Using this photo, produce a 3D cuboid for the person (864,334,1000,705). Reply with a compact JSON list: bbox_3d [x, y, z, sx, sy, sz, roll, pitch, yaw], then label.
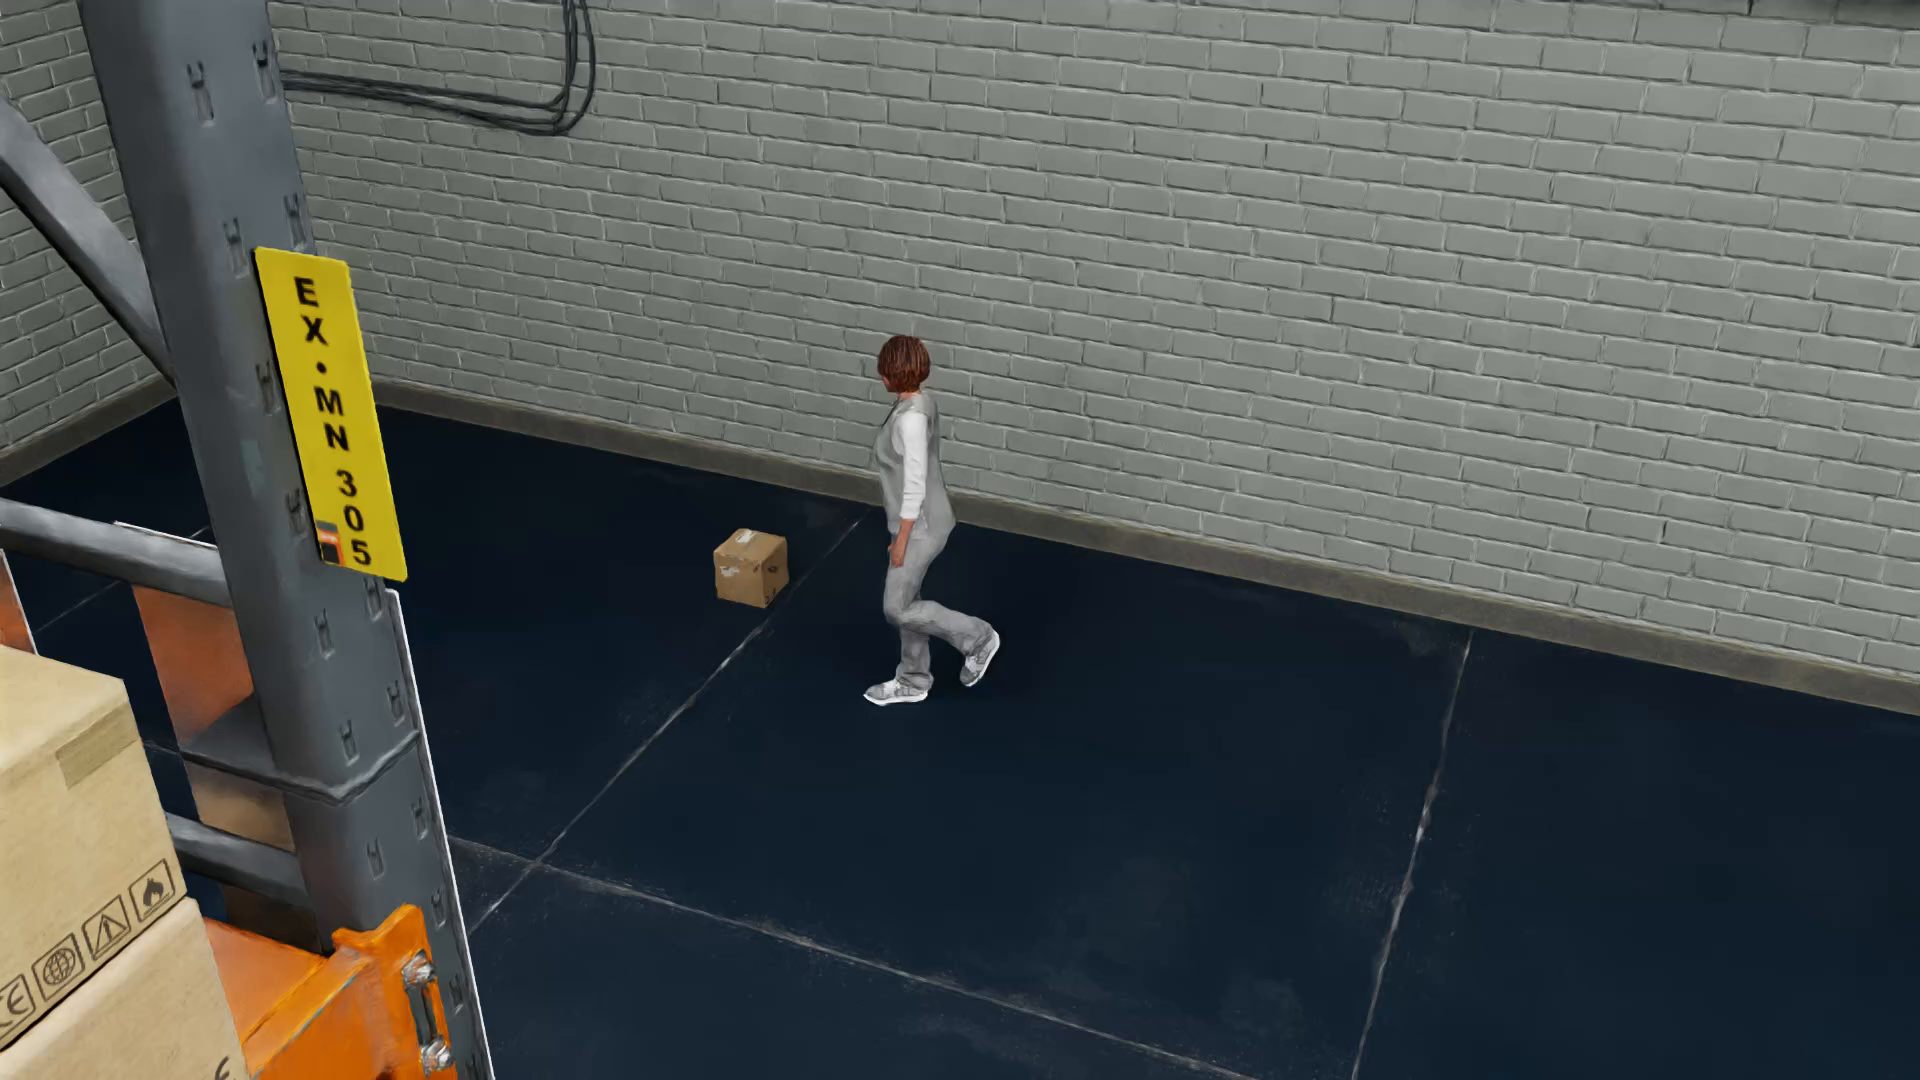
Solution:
[{"bbox_3d":[-0.128,-0.058,6.755,0.576,1.570,0.464,-2,30,-4],"label":"person"}]
